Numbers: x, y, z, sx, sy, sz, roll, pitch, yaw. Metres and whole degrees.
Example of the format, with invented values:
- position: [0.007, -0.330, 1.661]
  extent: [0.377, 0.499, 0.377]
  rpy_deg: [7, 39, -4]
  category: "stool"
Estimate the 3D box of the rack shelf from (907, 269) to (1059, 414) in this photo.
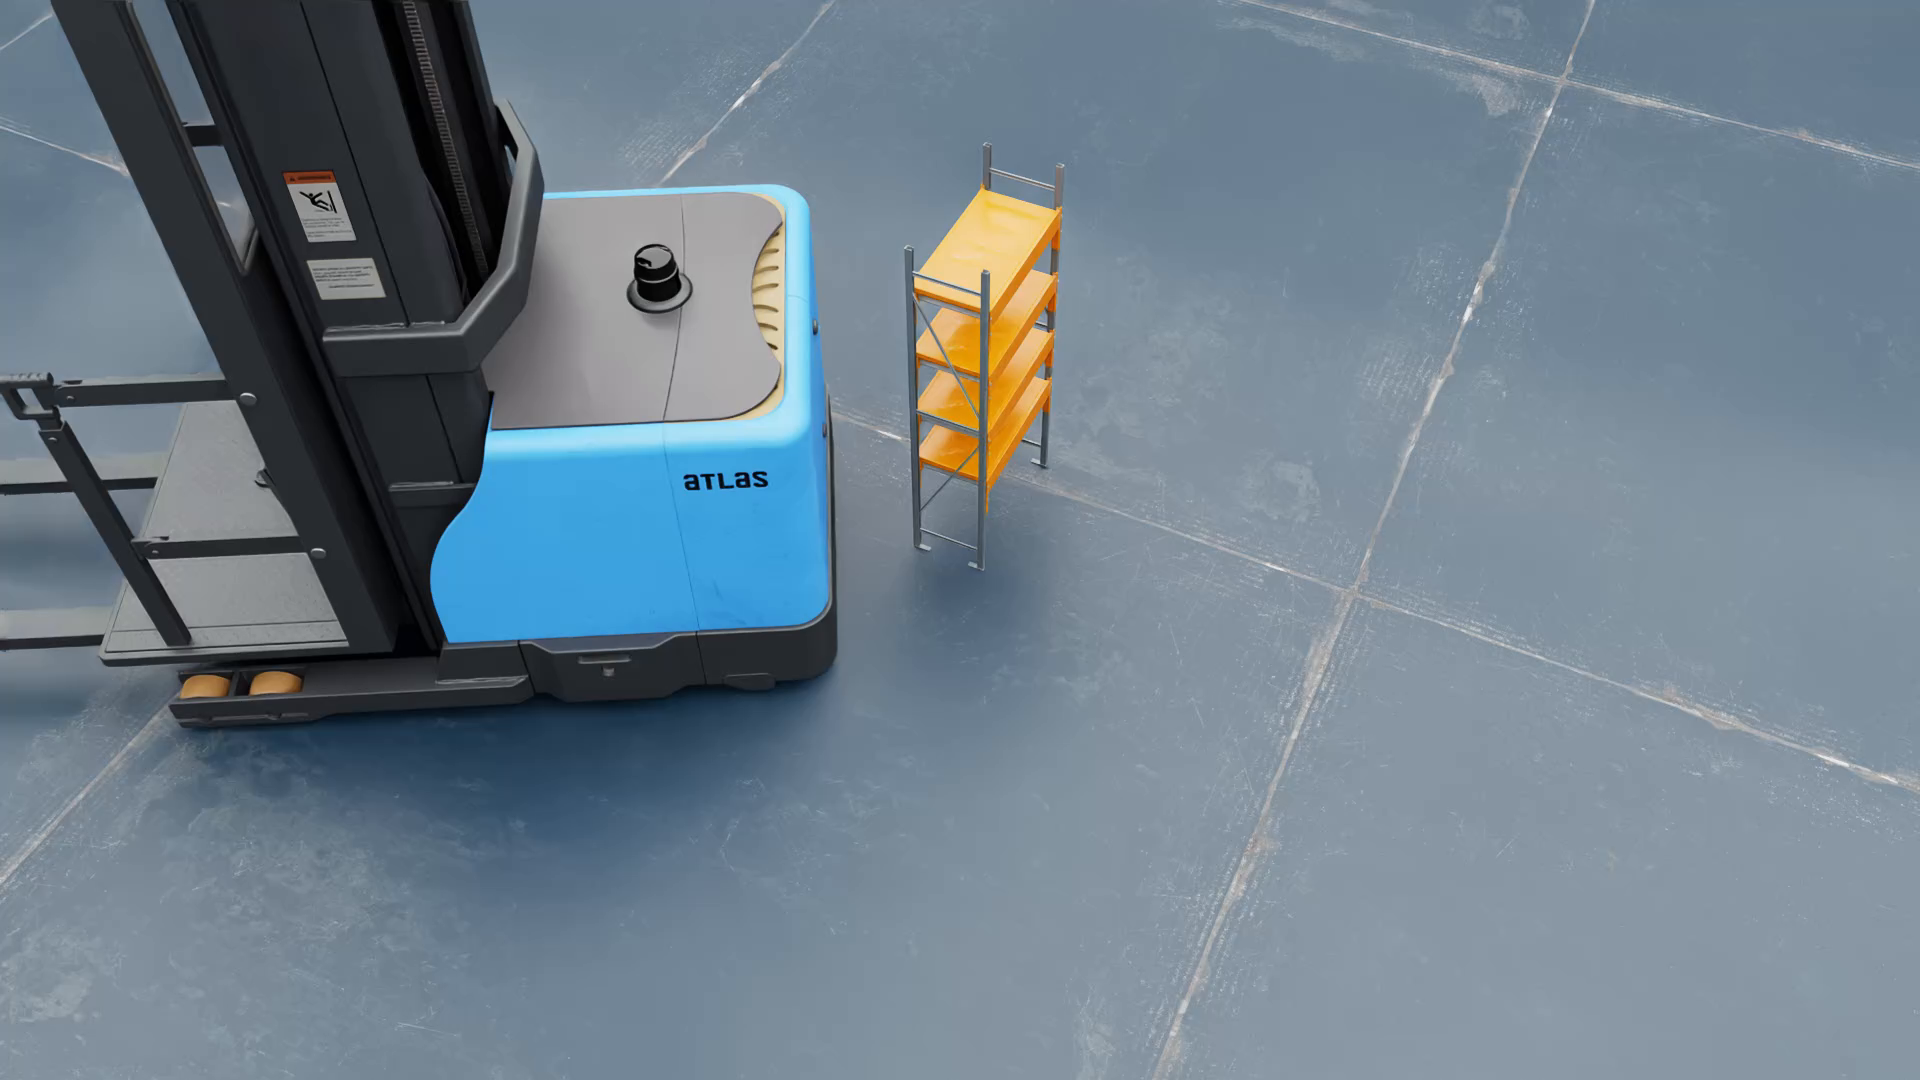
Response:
- position: [0.071, -0.604, 4.771]
  extent: [0.258, 0.148, 0.480]
  rpy_deg: [20, 52, 16]
  category: "rack shelf"

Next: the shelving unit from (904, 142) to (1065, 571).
- position: [0.071, -0.503, 4.890]
  extent: [0.258, 1.200, 0.503]
  rpy_deg: [20, 52, 16]
  category: "shelving unit"

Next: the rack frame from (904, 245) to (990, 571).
- position: [-0.034, -0.335, 4.747]
  extent: [0.240, 1.200, 0.015]
  rpy_deg: [20, 52, 16]
  category: "rack frame"

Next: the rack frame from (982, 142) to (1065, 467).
- position: [0.175, -0.671, 5.033]
  extent: [0.240, 1.200, 0.015]
  rpy_deg: [20, 52, 16]
  category: "rack frame"

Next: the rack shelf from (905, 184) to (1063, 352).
- position: [0.071, -0.757, 4.591]
  extent: [0.258, 0.148, 0.480]
  rpy_deg: [20, 52, 16]
  category: "rack shelf"

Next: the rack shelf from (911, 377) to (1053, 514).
- position: [0.071, -0.331, 5.092]
  extent: [0.258, 0.148, 0.480]
  rpy_deg: [20, 52, 16]
  category: "rack shelf"

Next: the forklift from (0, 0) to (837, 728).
- position: [-1.899, -0.830, 4.032]
  extent: [3.031, 2.935, 1.130]
  rpy_deg: [-3, 50, -2]
  category: "forklift"

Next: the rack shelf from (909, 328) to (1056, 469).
- position: [0.071, -0.459, 4.941]
  extent: [0.258, 0.148, 0.480]
  rpy_deg: [20, 52, 16]
  category: "rack shelf"
